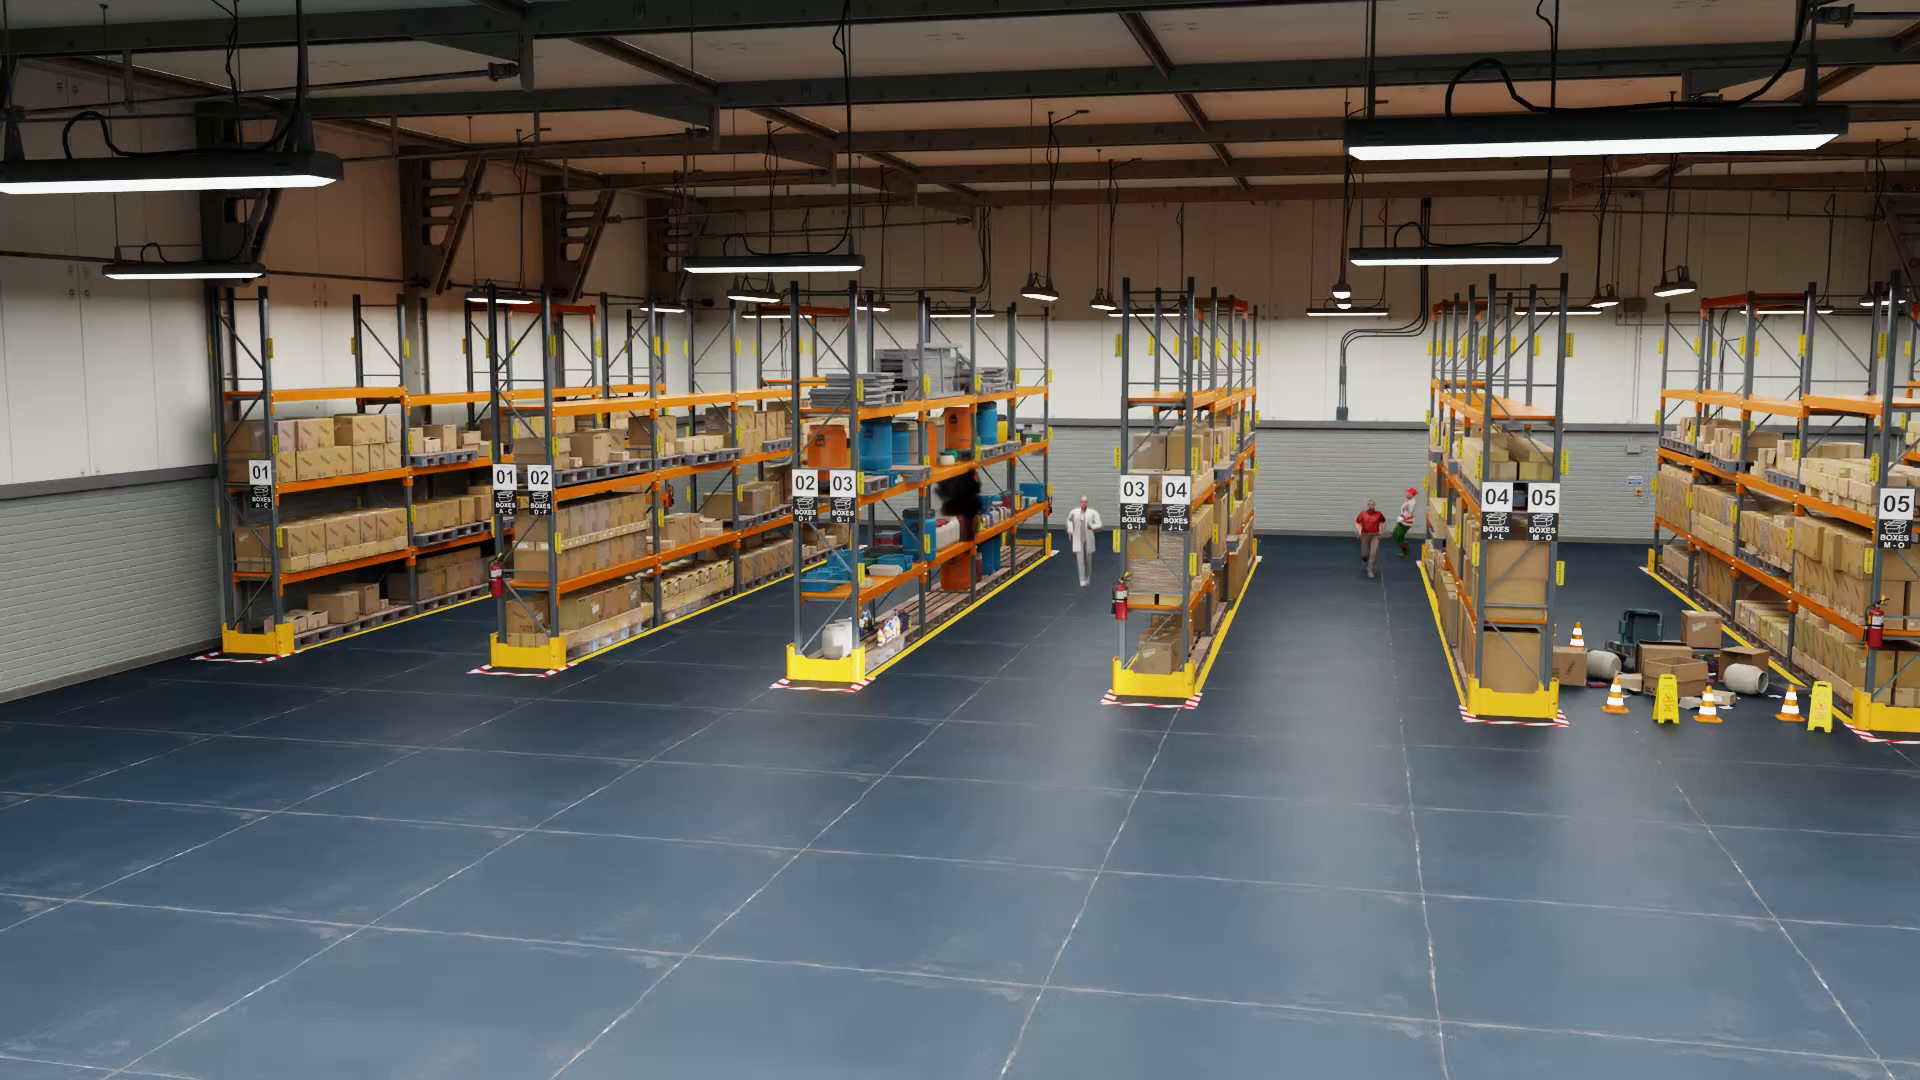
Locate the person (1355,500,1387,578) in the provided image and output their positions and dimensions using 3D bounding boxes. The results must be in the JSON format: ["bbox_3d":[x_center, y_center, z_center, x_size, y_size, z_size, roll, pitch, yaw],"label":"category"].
[{"bbox_3d":[9.054,-0.041,36.705,0.655,1.690,0.769,1,7,12],"label":"person"}]

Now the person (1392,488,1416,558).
[{"bbox_3d":[10.604,-0.415,39.751,0.558,1.700,0.746,2,7,17],"label":"person"}]

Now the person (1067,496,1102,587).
[{"bbox_3d":[2.469,0.028,33.163,0.709,1.801,0.878,1,7,7],"label":"person"}]
